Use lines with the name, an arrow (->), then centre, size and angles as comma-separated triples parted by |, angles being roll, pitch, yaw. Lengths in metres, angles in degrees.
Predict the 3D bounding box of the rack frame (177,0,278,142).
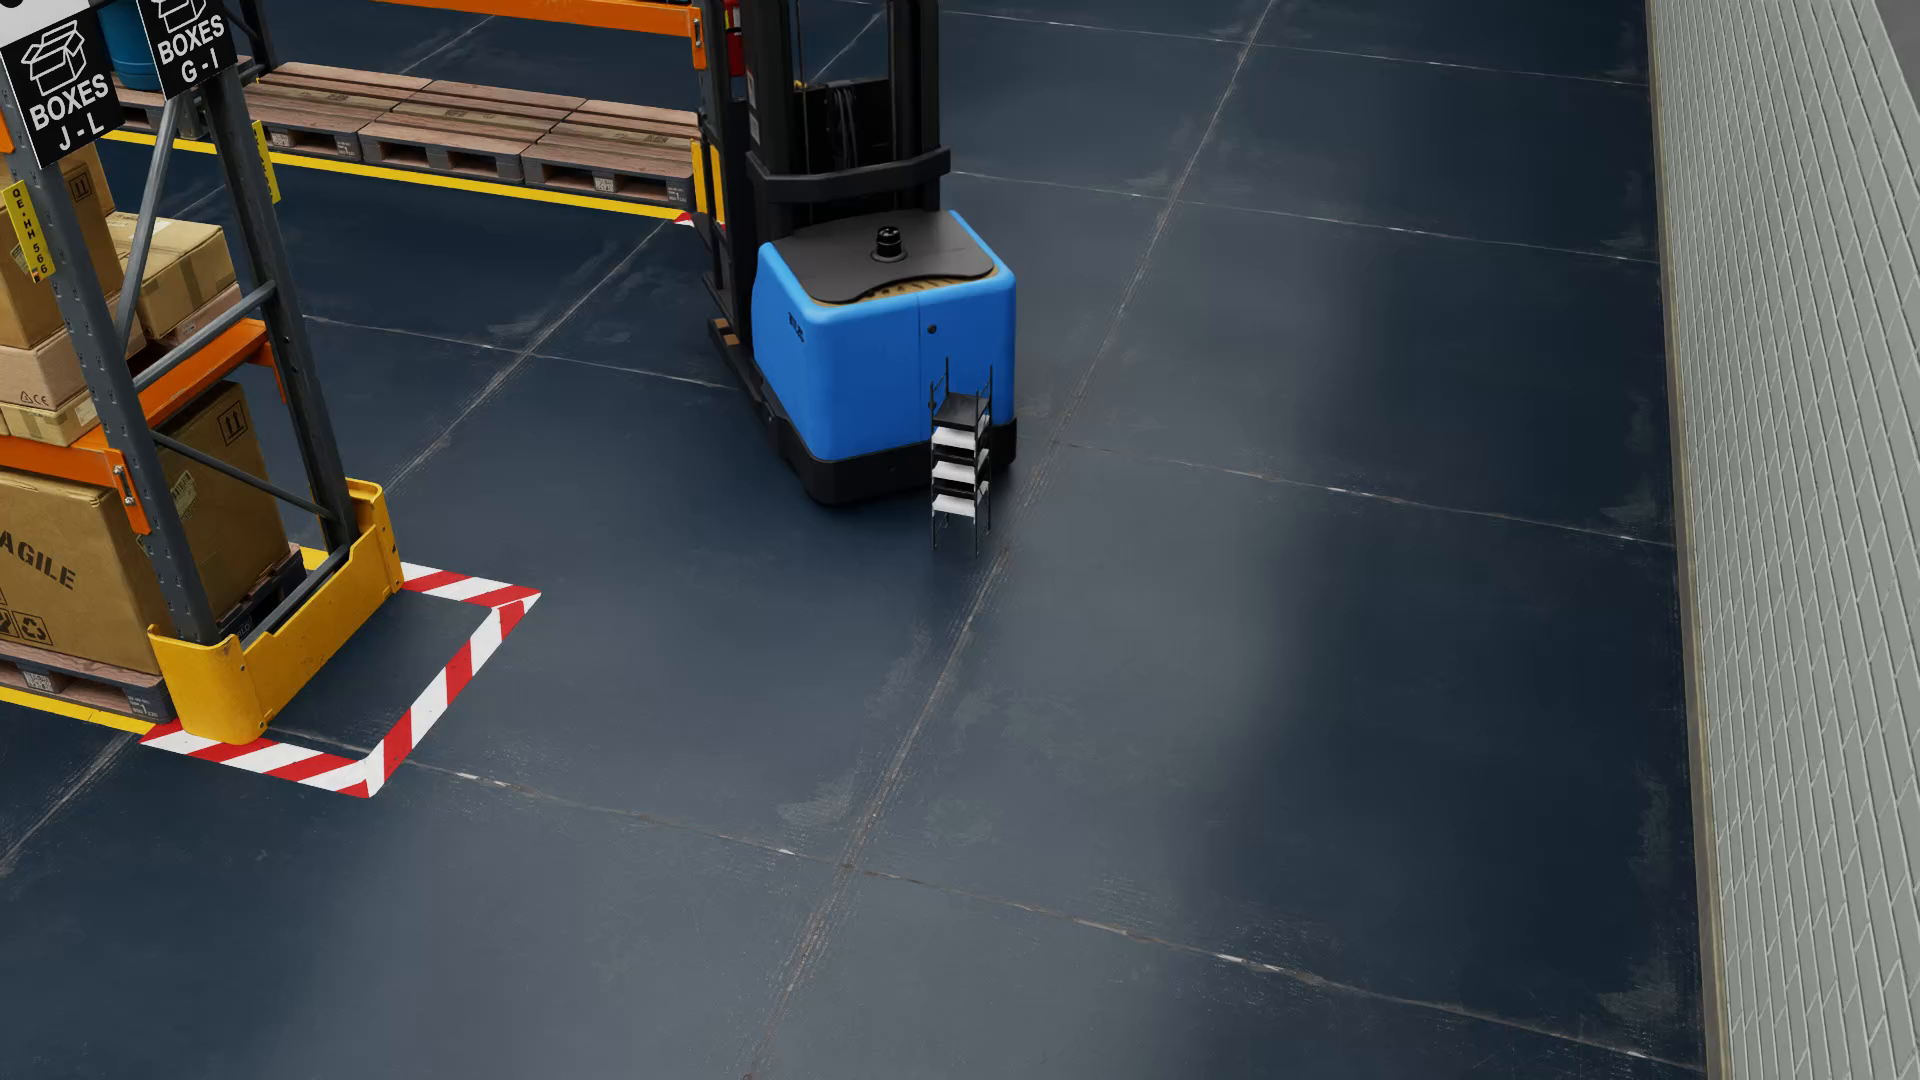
rack frame -> -5.188, -4.253, 10.998 | 0.127, 3.000, 1.000 | 10, 38, 14

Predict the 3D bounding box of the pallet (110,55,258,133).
pallet -> -5.912, -3.290, 12.042 | 1.213, 0.211, 1.003 | 10, 38, 14

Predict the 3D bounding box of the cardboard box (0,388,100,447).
cardboard box -> -3.285, -0.519, 6.137 | 0.250, 0.149, 0.380 | 11, 38, 15

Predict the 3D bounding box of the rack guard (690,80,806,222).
rack guard -> -1.343, -2.543, 10.783 | 0.348, 0.500, 1.175 | 10, 38, 14

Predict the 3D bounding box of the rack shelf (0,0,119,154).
rack shelf -> -4.756, -2.016, 6.035 | 4.000, 0.370, 1.077 | 10, 38, 14

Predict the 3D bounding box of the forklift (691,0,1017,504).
forklift -> -0.746, -2.220, 8.294 | 1.130, 2.935, 3.031 | -13, 38, -18

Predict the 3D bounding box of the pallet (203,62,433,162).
pallet -> -4.474, -3.022, 11.678 | 1.213, 0.211, 1.003 | 10, 38, 14

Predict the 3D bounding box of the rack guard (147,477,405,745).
rack guard -> -2.824, 0.267, 6.965 | 0.348, 0.500, 1.175 | 10, 38, 14

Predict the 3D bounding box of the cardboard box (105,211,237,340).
cardboard box -> -3.224, -1.041, 6.509 | 0.500, 0.250, 0.500 | 10, 37, 13

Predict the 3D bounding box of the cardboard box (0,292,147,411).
cardboard box -> -3.388, -0.739, 6.099 | 0.500, 0.250, 0.500 | 10, 38, 13

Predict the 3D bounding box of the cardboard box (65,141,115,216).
cardboard box -> -3.702, -1.431, 6.407 | 0.500, 0.500, 0.500 | 10, 37, 13

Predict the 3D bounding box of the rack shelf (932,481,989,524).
rack shelf -> 0.008, -0.189, 7.608 | 0.200, 0.077, 0.258 | 10, 38, 14

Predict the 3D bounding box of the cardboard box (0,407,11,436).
cardboard box -> -3.533, -0.564, 6.198 | 0.250, 0.149, 0.380 | 11, 38, 14

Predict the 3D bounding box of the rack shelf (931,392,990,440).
rack shelf -> 0.008, -0.552, 7.341 | 0.200, 0.077, 0.258 | 10, 38, 14

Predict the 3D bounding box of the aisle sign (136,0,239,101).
aisle sign -> -2.688, -1.948, 5.673 | 0.004, 0.787, 0.394 | 10, 38, 14

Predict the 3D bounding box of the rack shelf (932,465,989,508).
rack shelf -> 0.008, -0.262, 7.554 | 0.200, 0.077, 0.258 | 10, 38, 14

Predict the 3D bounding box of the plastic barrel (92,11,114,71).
plastic barrel -> -6.378, -3.808, 11.810 | 0.708, 0.901, 0.600 | 10, 38, 14

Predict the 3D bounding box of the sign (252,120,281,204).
sign -> -2.675, -1.437, 6.375 | 0.005, 0.325, 0.100 | 10, 38, 14

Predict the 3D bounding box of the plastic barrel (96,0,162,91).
plastic barrel -> -5.702, -3.683, 11.640 | 0.708, 0.901, 0.600 | 10, 38, 14

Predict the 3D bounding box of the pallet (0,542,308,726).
pallet -> -3.633, 0.282, 7.189 | 1.213, 0.211, 1.003 | 10, 38, 14

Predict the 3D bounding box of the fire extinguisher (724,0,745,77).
fire extinguisher -> -1.361, -3.081, 9.786 | 0.183, 0.674, 0.296 | 10, 38, 14

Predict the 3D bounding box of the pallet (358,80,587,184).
pallet -> -3.306, -2.808, 11.387 | 1.213, 0.211, 1.003 | 10, 38, 14

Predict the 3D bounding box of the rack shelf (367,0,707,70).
rack shelf -> -3.279, -3.610, 10.731 | 4.000, 0.370, 1.077 | 10, 38, 14

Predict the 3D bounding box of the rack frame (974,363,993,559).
rack frame -> 0.105, -0.343, 7.457 | 0.006, 0.900, 0.240 | 10, 38, 14

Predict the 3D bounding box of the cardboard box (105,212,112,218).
cardboard box -> -3.722, -1.129, 6.629 | 0.500, 0.250, 0.500 | 10, 38, 13

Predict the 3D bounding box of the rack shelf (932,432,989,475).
rack shelf -> 0.008, -0.407, 7.448 | 0.200, 0.077, 0.258 | 10, 38, 14

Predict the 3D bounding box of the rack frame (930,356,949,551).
rack frame -> -0.089, -0.379, 7.506 | 0.006, 0.900, 0.240 | 10, 38, 14

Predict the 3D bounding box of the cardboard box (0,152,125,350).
cardboard box -> -3.390, -1.043, 5.879 | 0.500, 0.500, 0.500 | 11, 38, 14

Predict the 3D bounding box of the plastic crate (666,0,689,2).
plastic crate -> -1.745, -3.538, 9.946 | 0.499, 0.435, 0.616 | 10, 38, 14

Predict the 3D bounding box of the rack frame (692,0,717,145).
rack frame -> -1.370, -3.546, 10.038 | 0.127, 3.000, 1.000 | 10, 38, 14

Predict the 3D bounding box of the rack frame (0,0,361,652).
rack frame -> -2.847, -0.744, 6.230 | 0.127, 3.000, 1.000 | 10, 38, 14

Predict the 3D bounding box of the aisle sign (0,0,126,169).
aisle sign -> -2.867, -1.608, 5.212 | 0.004, 0.787, 0.394 | 10, 38, 14

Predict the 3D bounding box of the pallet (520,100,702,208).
pallet -> -2.145, -2.591, 11.092 | 1.213, 0.211, 1.003 | 10, 38, 14

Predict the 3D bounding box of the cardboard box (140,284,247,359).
cardboard box -> -3.087, -0.892, 6.644 | 0.250, 0.149, 0.380 | 11, 38, 14

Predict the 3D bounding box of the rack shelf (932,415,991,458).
rack shelf -> 0.008, -0.479, 7.394 | 0.200, 0.077, 0.258 | 10, 38, 14

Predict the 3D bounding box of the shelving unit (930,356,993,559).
shelving unit -> 0.008, -0.361, 7.481 | 0.210, 0.900, 0.258 | 10, 38, 14

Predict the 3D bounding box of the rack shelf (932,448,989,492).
rack shelf -> 0.008, -0.334, 7.501 | 0.200, 0.077, 0.258 | 10, 38, 14

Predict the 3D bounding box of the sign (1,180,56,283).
sign -> -3.022, -1.001, 5.403 | 0.005, 0.325, 0.100 | 10, 38, 14

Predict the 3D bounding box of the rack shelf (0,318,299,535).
rack shelf -> -4.756, -0.808, 6.924 | 4.000, 0.370, 1.077 | 10, 38, 14

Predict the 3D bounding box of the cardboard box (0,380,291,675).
cardboard box -> -3.481, -0.125, 6.828 | 0.875, 0.875, 0.875 | 10, 38, 14
